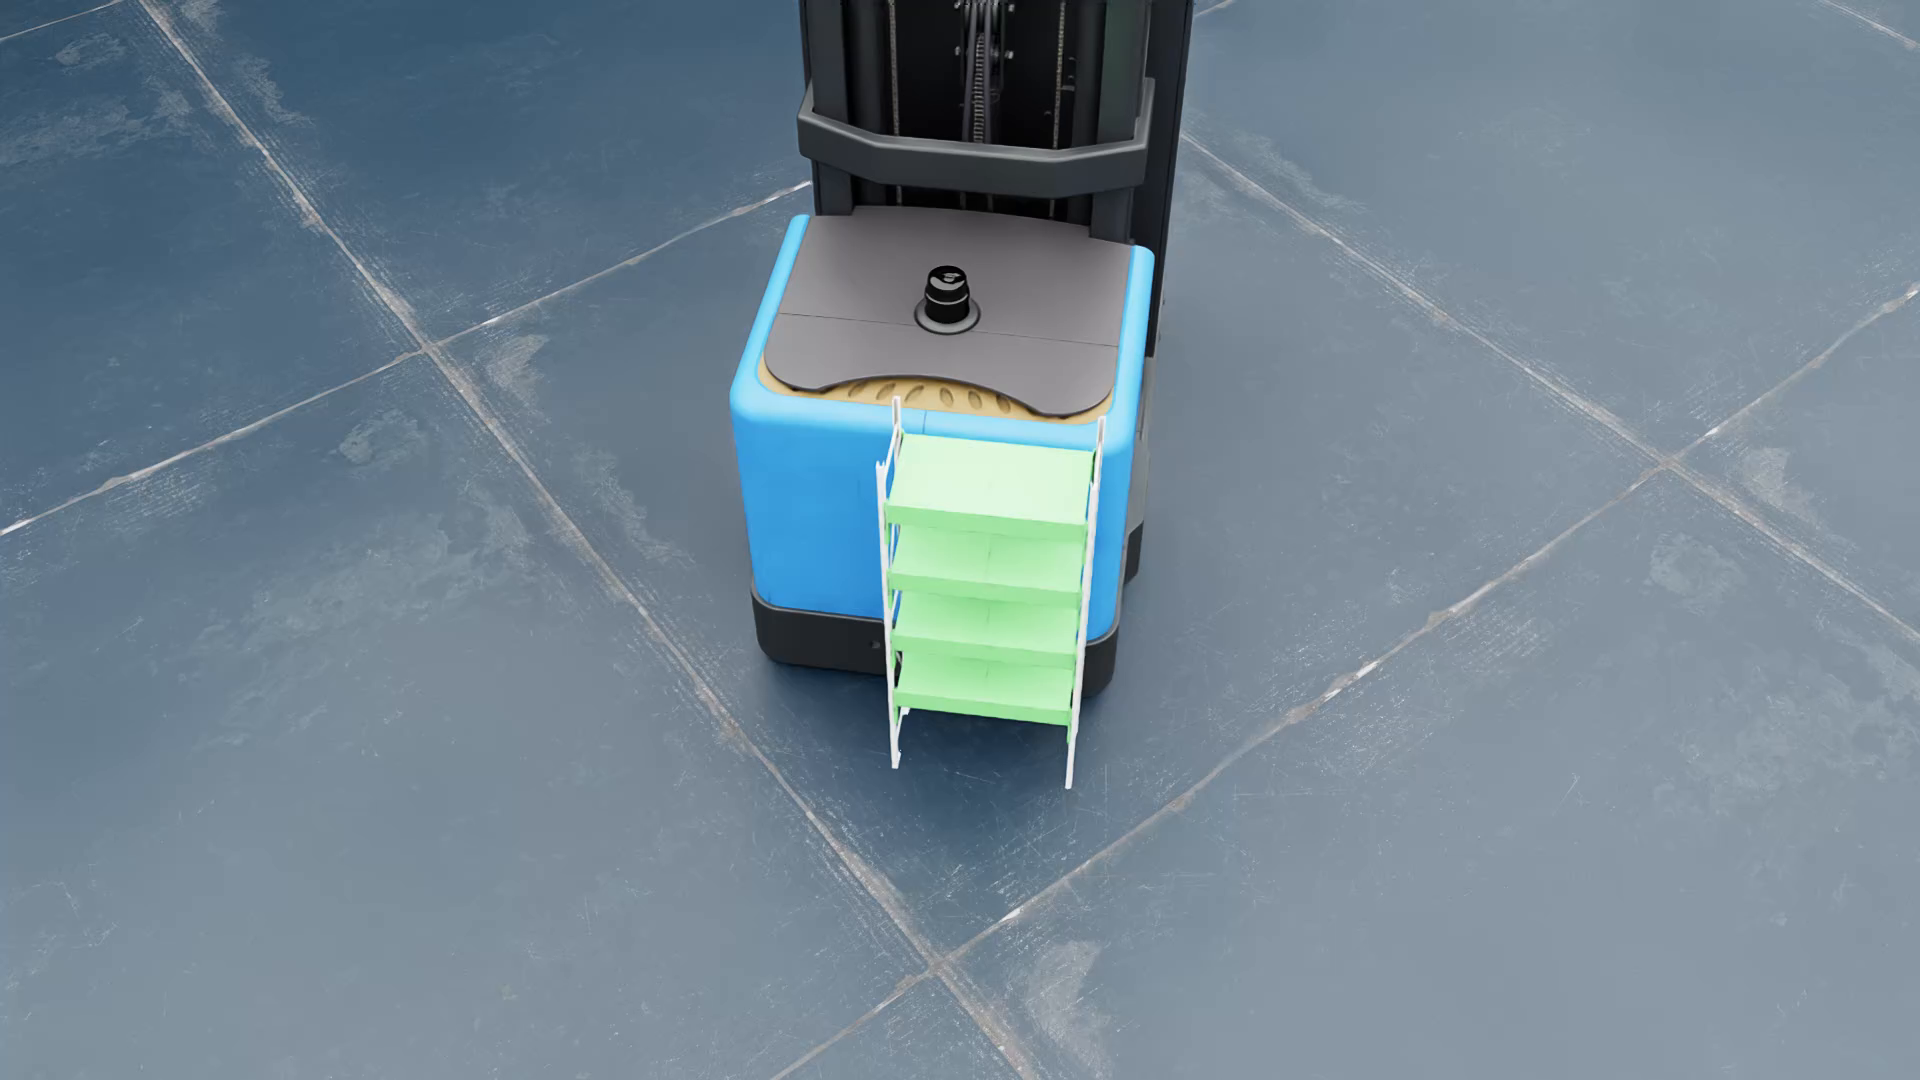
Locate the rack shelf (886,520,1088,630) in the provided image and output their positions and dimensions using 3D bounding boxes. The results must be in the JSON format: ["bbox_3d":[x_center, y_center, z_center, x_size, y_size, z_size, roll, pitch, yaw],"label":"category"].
[{"bbox_3d":[0.075,0.058,4.150,0.480,0.148,0.258,6,48,5],"label":"rack shelf"}]

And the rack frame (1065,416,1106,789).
[{"bbox_3d":[0.317,0.201,4.258,0.015,1.200,0.240,6,48,5],"label":"rack frame"}]

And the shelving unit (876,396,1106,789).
[{"bbox_3d":[0.075,0.176,4.280,0.503,1.200,0.258,6,48,5],"label":"shelving unit"}]

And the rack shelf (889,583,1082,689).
[{"bbox_3d":[0.075,0.219,4.328,0.480,0.148,0.258,6,48,5],"label":"rack shelf"}]

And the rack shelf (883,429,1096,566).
[{"bbox_3d":[0.075,-0.103,3.972,0.480,0.148,0.258,6,48,5],"label":"rack shelf"}]

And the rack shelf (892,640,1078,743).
[{"bbox_3d":[0.075,0.380,4.506,0.480,0.148,0.258,6,48,5],"label":"rack shelf"}]

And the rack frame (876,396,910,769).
[{"bbox_3d":[-0.166,0.151,4.303,0.015,1.200,0.240,6,48,5],"label":"rack frame"}]

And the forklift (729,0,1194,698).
[{"bbox_3d":[0.134,-1.642,4.760,1.130,2.935,3.031,6,48,6],"label":"forklift"}]
